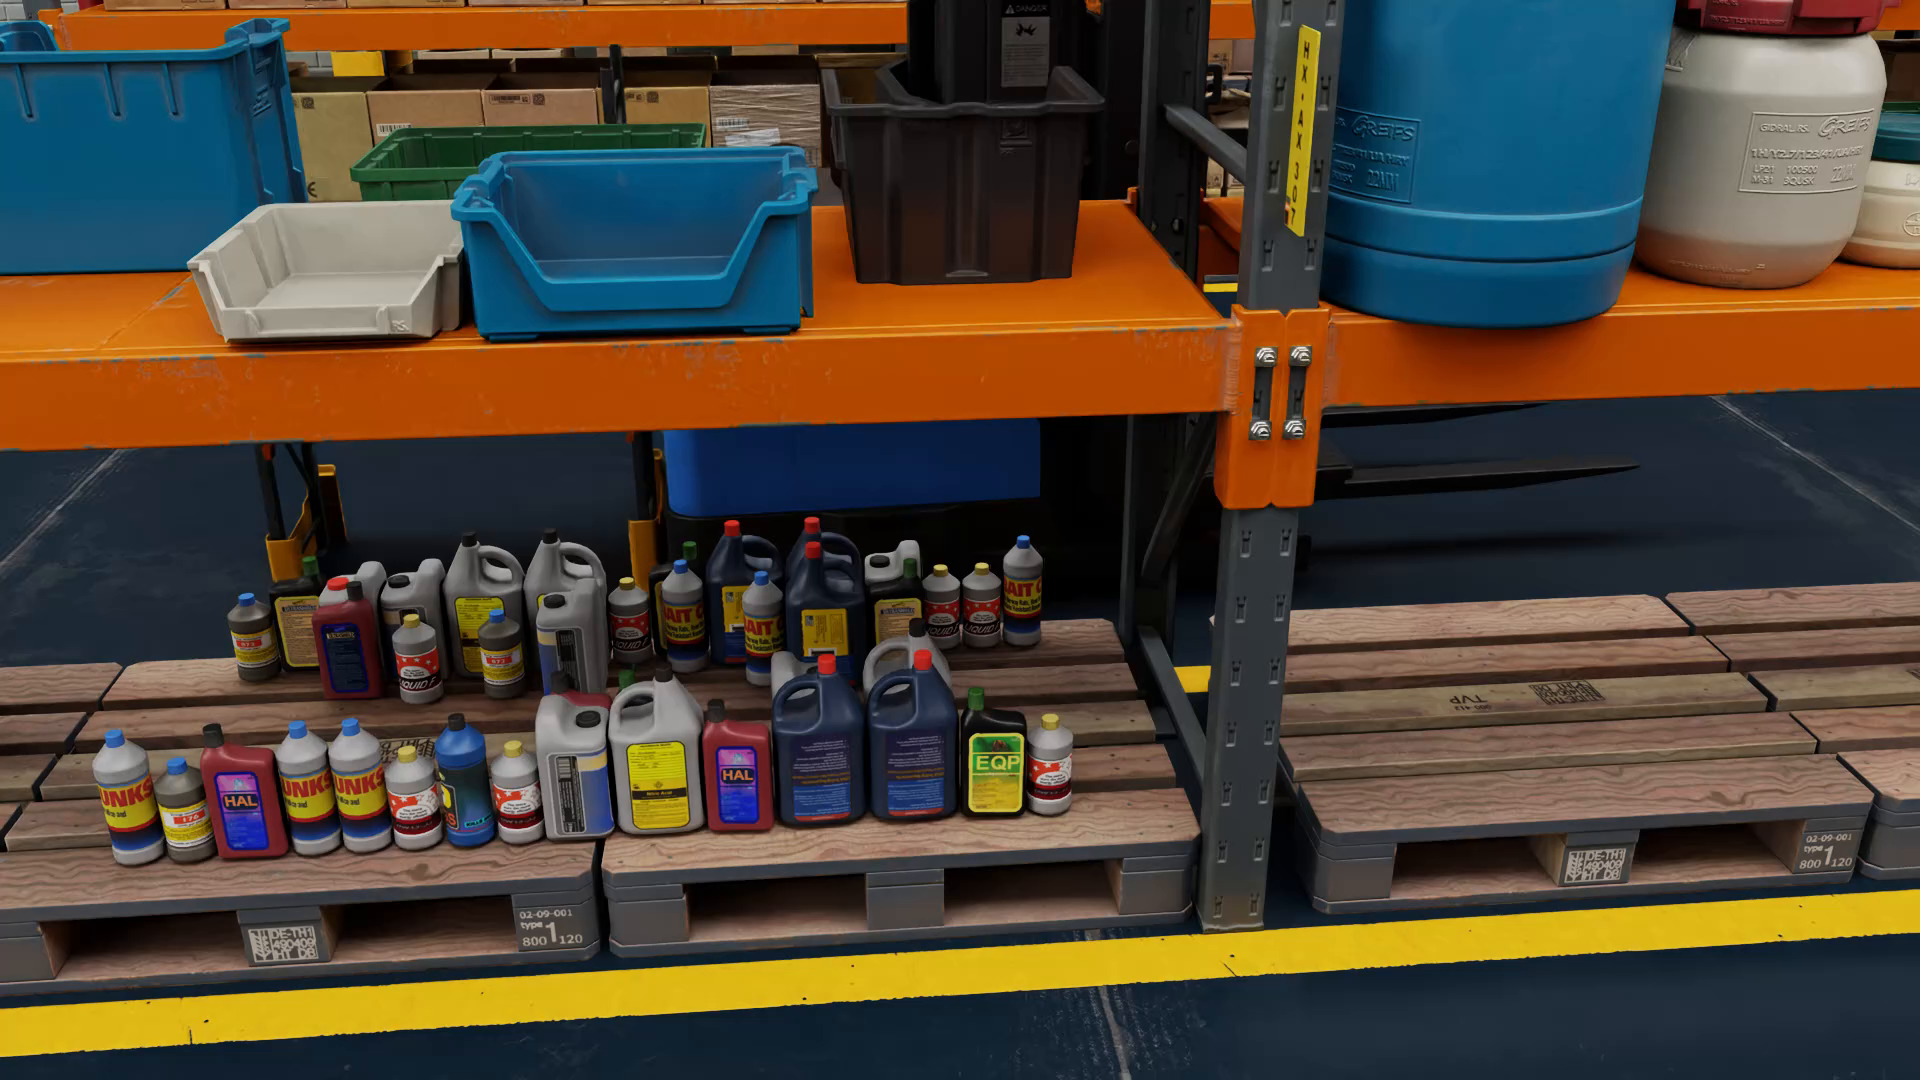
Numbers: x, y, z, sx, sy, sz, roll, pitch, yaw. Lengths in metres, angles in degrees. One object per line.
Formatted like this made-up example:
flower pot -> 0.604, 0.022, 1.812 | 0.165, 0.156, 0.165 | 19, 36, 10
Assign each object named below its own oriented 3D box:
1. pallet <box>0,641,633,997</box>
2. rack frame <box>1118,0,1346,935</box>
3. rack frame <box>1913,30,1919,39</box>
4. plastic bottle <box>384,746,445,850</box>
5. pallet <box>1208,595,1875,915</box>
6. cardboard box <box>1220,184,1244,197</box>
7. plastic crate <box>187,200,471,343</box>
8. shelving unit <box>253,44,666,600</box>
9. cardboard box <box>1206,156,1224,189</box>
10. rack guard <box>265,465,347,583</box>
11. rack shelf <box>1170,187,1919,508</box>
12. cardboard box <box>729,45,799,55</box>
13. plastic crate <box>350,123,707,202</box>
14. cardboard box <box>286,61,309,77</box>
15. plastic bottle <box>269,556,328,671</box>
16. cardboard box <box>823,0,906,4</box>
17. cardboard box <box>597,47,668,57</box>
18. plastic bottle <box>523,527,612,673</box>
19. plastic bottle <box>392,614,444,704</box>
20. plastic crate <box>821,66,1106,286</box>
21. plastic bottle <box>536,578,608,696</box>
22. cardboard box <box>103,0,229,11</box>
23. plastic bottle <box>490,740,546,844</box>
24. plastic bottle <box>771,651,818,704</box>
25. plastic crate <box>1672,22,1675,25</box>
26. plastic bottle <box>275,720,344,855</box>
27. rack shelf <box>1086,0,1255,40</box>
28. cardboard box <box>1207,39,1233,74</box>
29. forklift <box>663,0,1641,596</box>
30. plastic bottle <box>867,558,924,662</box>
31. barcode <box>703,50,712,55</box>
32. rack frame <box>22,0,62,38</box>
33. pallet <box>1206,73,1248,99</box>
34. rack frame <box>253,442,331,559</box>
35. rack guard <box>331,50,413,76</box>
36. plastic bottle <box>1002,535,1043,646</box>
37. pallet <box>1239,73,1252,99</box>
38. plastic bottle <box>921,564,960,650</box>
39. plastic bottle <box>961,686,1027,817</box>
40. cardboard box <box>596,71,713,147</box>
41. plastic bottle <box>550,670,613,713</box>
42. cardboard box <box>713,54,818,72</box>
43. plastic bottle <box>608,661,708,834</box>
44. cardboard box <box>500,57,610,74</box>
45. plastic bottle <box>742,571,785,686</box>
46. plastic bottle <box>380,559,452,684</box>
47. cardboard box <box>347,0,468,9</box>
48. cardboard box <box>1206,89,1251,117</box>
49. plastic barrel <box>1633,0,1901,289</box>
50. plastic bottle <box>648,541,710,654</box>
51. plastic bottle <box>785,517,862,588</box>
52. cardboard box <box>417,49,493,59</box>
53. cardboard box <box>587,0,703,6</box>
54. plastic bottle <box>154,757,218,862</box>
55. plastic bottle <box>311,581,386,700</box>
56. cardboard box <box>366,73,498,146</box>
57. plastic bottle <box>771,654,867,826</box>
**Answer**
pallet -> -1.374, 0.571, 3.704 | 1.213, 0.211, 1.003 | -2, 24, -5
rack frame -> 0.515, -0.763, 3.273 | 0.127, 3.000, 1.000 | -2, 24, -5
rack frame -> 7.502, -5.086, 13.001 | 0.127, 3.000, 1.000 | -2, 24, -5
plastic bottle -> -1.092, 0.507, 3.321 | 0.097, 0.201, 0.097 | 0, 24, 0
pallet -> 1.293, 0.464, 3.945 | 1.213, 0.211, 1.003 | -2, 24, -5
cardboard box -> 1.482, -1.658, 8.156 | 0.500, 0.250, 0.500 | -3, 24, -7
plastic crate -> -1.076, -0.475, 2.950 | 0.437, 0.136, 0.530 | -2, 24, -5
shelving unit -> -1.442, -0.599, 4.752 | 1.083, 1.500, 0.587 | -3, 24, -7
cardboard box -> 0.966, -1.890, 7.988 | 0.500, 0.311, 0.500 | -3, 24, -6
rack guard -> -1.935, 0.000, 4.942 | 0.087, 0.250, 0.587 | -3, 24, -7
rack shelf -> 2.505, -0.514, 3.599 | 4.000, 0.370, 1.077 | -2, 24, -5
cardboard box -> -1.488, -3.768, 12.571 | 0.500, 0.500, 0.500 | -4, 24, -9
plastic crate -> -0.864, -0.726, 3.451 | 0.662, 0.188, 0.450 | -2, 24, -5
cardboard box -> -3.444, -2.025, 8.058 | 0.500, 0.500, 0.500 | -2, 24, -5
plastic bottle -> -1.567, 0.175, 3.967 | 0.133, 0.283, 0.061 | -2, 24, -4
cardboard box -> -0.409, -2.790, 7.712 | 0.500, 0.500, 0.700 | -3, 24, -7
cardboard box -> -2.440, -3.689, 12.393 | 0.500, 0.500, 0.700 | -4, 24, -8
plastic bottle -> -0.940, 0.136, 3.971 | 0.185, 0.351, 0.144 | -2, 24, -6
plastic bottle -> -1.259, 0.269, 3.855 | 0.097, 0.201, 0.097 | 0, 24, 0
plastic crate -> -0.019, -0.765, 3.354 | 0.504, 0.338, 0.767 | -2, 24, -5
plastic bottle -> -0.900, 0.229, 3.854 | 0.135, 0.276, 0.152 | -2, 24, -5
cardboard box -> -3.483, -2.664, 7.428 | 0.500, 0.500, 0.700 | -2, 24, -5
plastic bottle -> -0.887, 0.498, 3.339 | 0.097, 0.201, 0.097 | 0, 24, 0
plastic bottle -> -0.328, 0.372, 3.532 | 0.135, 0.276, 0.152 | -2, 24, -5
plastic crate -> 1.582, -0.925, 3.658 | 0.575, 0.384, 0.392 | -2, 24, -5
plastic bottle -> -1.290, 0.483, 3.289 | 0.097, 0.271, 0.097 | 0, 24, 0
rack shelf -> 2.022, -2.516, 8.103 | 4.000, 0.370, 1.077 | -2, 24, -5
cardboard box -> 1.795, -3.931, 12.937 | 0.500, 0.500, 0.700 | -2, 24, -5
forklift -> 0.599, -1.411, 4.815 | 3.031, 2.935, 1.130 | -4, 24, -8
plastic bottle -> -0.153, 0.180, 3.955 | 0.133, 0.283, 0.061 | -2, 24, -5
barcode -> -1.937, -3.722, 12.763 | 0.075, 0.075, 0.001 | -2, 24, -5
rack frame -> -3.949, -2.605, 7.418 | 0.127, 3.000, 1.000 | -2, 24, -5
pallet -> 1.533, -3.575, 13.032 | 1.213, 0.211, 1.003 | -2, 24, -5
rack frame -> -1.954, -0.570, 4.686 | 0.032, 1.500, 0.500 | -3, 24, -7
rack guard -> -4.364, -3.468, 12.437 | 0.348, 0.500, 1.175 | -2, 24, -5
plastic bottle -> 0.155, 0.119, 4.108 | 0.097, 0.271, 0.097 | 0, 24, 0
pallet -> 2.744, -3.622, 13.139 | 1.213, 0.211, 1.003 | -2, 24, -5
plastic bottle -> -0.048, 0.159, 4.104 | 0.097, 0.201, 0.097 | 0, 24, 0
plastic bottle -> 0.069, 0.430, 3.392 | 0.133, 0.283, 0.061 | -1, 24, -3
cardboard box -> -1.404, -1.900, 7.775 | 0.500, 0.500, 0.500 | -2, 24, -5
plastic bottle -> -0.783, 0.402, 3.455 | 0.133, 0.283, 0.061 | -2, 24, -5
cardboard box -> -0.957, -2.128, 8.290 | 0.500, 0.500, 0.500 | -2, 24, -5
plastic bottle -> -0.610, 0.409, 3.355 | 0.185, 0.351, 0.144 | -2, 24, -5
cardboard box -> -1.953, -2.090, 8.205 | 0.500, 0.500, 0.500 | -2, 24, -5
plastic bottle -> -0.462, 0.202, 3.920 | 0.097, 0.271, 0.097 | 0, 24, 0
plastic bottle -> -1.290, 0.186, 3.951 | 0.135, 0.276, 0.152 | -3, 24, -7
cardboard box -> -2.466, -2.705, 7.519 | 0.500, 0.500, 0.700 | -2, 24, -5
cardboard box -> 1.421, -2.131, 8.529 | 0.500, 0.311, 0.500 | -2, 24, -5
plastic barrel -> 1.489, -0.774, 3.132 | 0.433, 0.535, 0.433 | 0, 24, 0
plastic bottle -> -0.685, 0.139, 4.046 | 0.133, 0.283, 0.061 | -1, 24, -3
plastic bottle -> -0.329, 0.111, 4.026 | 0.185, 0.351, 0.144 | -2, 24, -4
cardboard box -> -3.742, -3.571, 12.360 | 0.500, 0.311, 0.500 | -5, 24, -11
cardboard box -> -1.433, -2.748, 7.617 | 0.500, 0.500, 0.700 | -2, 24, -4
plastic bottle -> -1.528, 0.524, 3.281 | 0.097, 0.201, 0.097 | 0, 24, 0
plastic bottle -> -1.417, 0.231, 3.841 | 0.133, 0.283, 0.061 | -2, 24, -5
cardboard box -> -2.400, -1.861, 7.688 | 0.500, 0.500, 0.500 | -2, 24, -5
plastic bottle -> -0.289, 0.397, 3.384 | 0.185, 0.351, 0.144 | -3, 24, -8
